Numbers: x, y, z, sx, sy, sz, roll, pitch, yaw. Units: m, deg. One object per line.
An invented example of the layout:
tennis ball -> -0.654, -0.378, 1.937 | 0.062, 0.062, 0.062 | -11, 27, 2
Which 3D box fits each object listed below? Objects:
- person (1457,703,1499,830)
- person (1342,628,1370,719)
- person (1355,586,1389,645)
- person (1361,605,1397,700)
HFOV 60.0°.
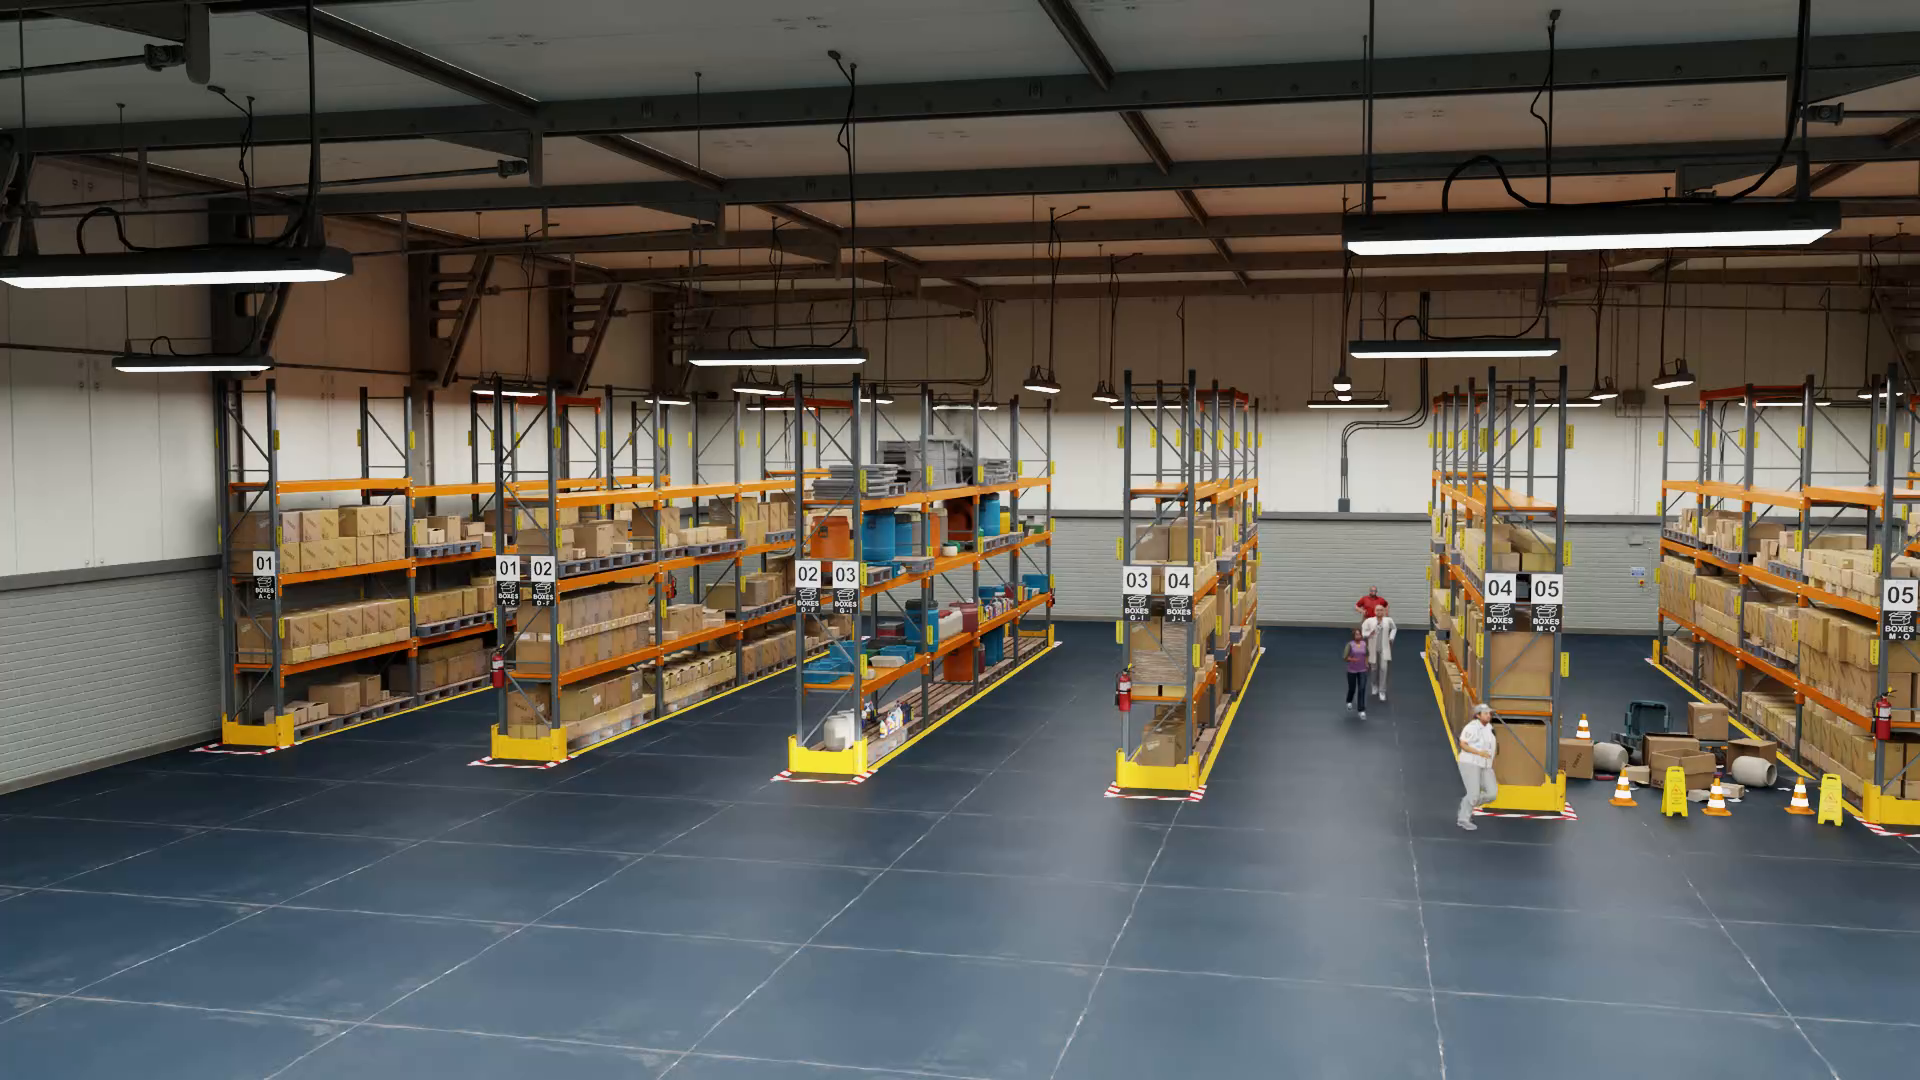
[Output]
person -> 6.716, 2.913, 21.464 | 0.621, 1.611, 0.582 | -2, 4, -30
person -> 7.142, 2.377, 29.916 | 0.545, 1.580, 0.873 | 0, 3, -2
person -> 9.303, 1.915, 37.623 | 0.713, 1.771, 0.755 | 1, 4, 22
person -> 8.100, 2.146, 32.182 | 0.698, 1.791, 0.970 | 1, 4, 12
